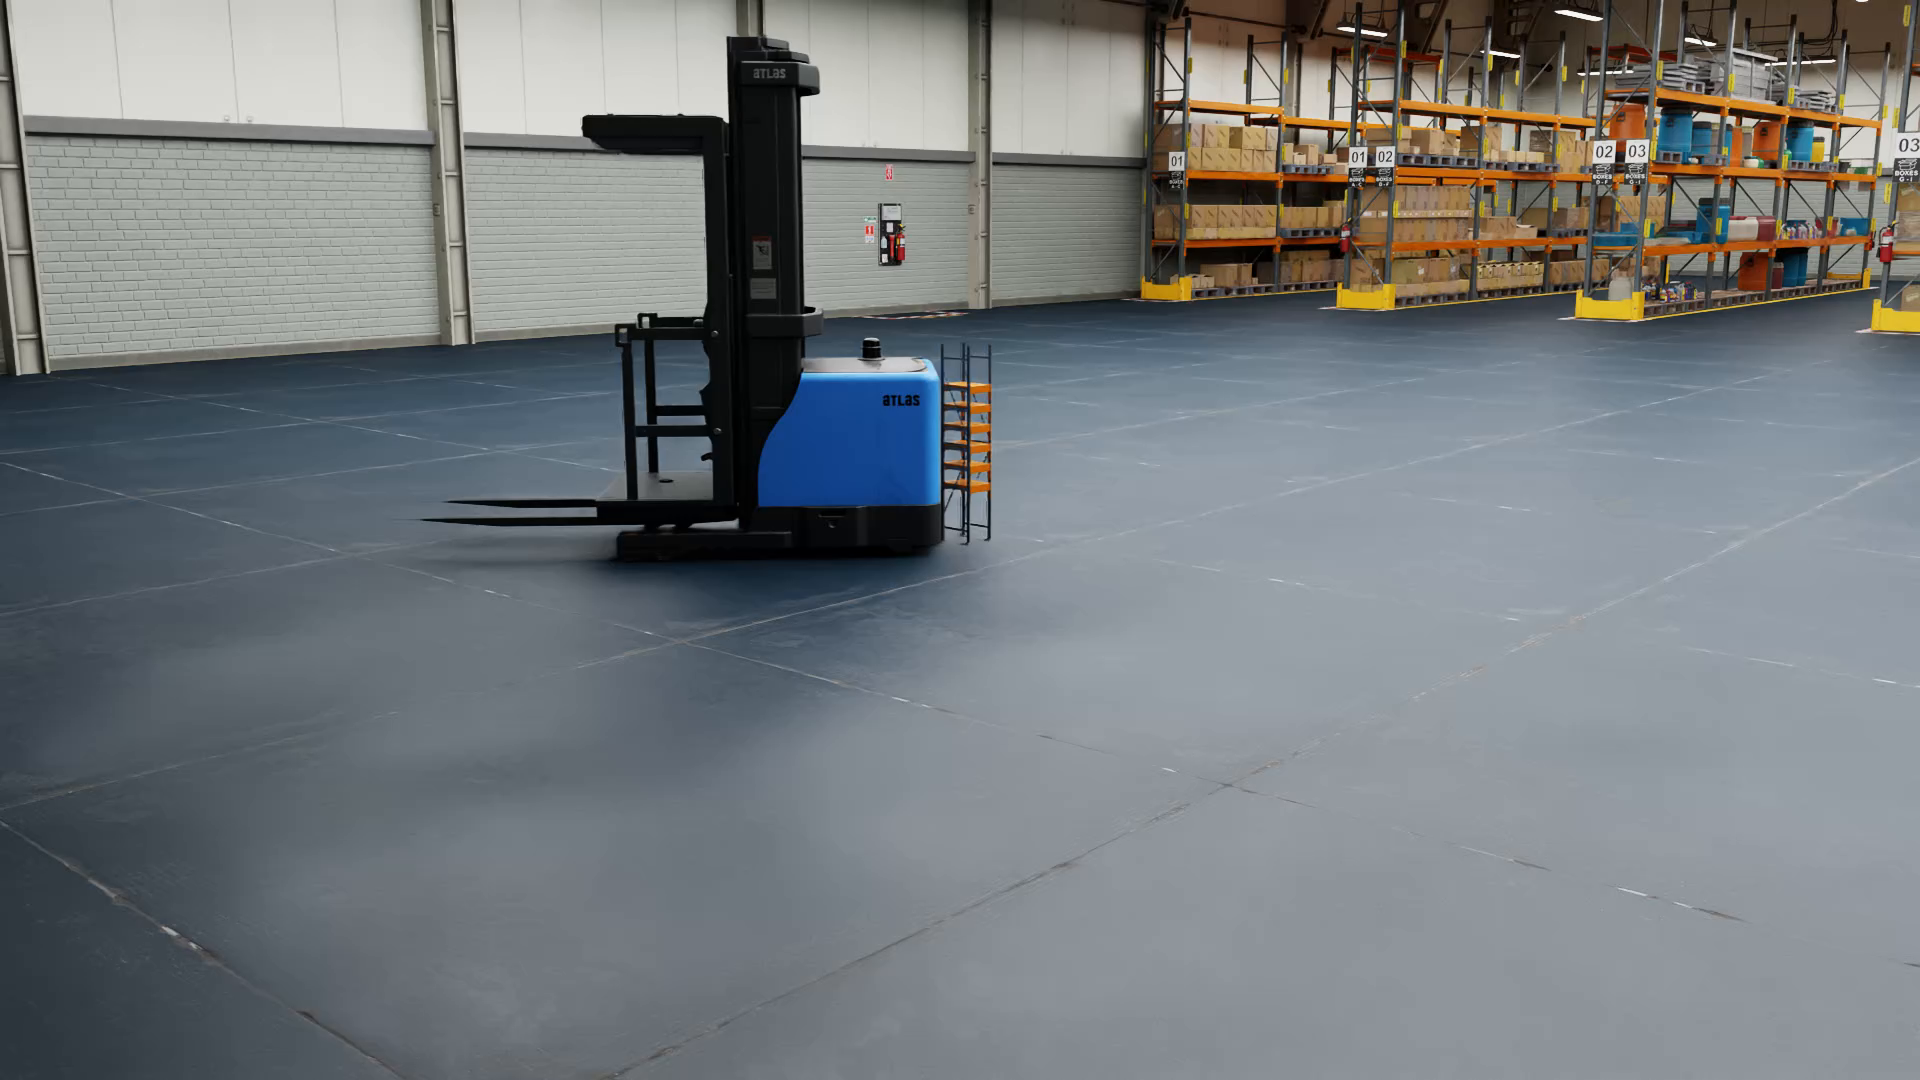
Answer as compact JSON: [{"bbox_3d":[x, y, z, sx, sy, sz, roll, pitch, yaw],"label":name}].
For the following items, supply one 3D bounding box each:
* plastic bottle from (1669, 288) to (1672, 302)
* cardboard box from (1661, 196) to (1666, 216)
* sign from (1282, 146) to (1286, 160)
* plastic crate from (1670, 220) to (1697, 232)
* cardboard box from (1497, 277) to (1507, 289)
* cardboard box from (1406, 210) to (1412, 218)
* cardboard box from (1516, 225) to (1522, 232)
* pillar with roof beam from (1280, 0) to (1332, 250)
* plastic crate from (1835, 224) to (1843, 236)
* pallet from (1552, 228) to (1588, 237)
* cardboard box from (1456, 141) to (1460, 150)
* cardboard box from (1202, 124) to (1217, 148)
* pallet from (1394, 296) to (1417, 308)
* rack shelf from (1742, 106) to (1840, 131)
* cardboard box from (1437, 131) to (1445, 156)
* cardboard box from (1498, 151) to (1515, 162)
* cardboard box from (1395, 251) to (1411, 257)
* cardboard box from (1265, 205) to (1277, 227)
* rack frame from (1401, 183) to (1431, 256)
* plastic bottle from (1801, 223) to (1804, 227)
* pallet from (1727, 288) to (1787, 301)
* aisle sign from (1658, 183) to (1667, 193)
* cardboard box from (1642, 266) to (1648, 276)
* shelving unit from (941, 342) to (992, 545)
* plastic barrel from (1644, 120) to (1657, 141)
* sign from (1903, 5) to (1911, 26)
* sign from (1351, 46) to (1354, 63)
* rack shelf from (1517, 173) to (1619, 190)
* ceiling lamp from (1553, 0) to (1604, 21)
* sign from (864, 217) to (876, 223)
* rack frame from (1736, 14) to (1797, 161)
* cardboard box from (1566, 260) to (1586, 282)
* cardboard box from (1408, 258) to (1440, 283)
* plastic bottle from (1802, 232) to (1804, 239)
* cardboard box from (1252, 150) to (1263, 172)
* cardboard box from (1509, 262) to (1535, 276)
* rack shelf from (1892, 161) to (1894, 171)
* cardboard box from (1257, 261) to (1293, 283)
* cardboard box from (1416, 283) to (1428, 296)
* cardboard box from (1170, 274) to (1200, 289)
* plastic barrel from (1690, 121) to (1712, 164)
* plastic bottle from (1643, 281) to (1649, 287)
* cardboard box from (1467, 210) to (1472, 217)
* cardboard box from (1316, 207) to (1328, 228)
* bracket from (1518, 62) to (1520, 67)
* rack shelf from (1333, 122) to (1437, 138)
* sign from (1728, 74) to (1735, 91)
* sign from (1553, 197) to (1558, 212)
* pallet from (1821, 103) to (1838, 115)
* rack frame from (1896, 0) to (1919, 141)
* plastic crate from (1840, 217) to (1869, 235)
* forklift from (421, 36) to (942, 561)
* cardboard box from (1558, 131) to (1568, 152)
[{"bbox_3d":[13.647,-4.716,32.008,0.097,0.271,0.097,0,11,0],"label":"plastic bottle"},{"bbox_3d":[18.746,-8.995,44.779,0.500,0.500,0.500,10,15,40],"label":"cardboard box"},{"bbox_3d":[7.601,-9.086,39.067,0.100,0.325,0.005,10,15,40],"label":"sign"},{"bbox_3d":[14.720,-6.292,33.892,0.402,0.464,0.583,10,15,40],"label":"plastic crate"},{"bbox_3d":[12.043,-5.827,37.677,0.500,0.250,0.500,9,15,39],"label":"cardboard box"},{"bbox_3d":[9.030,-6.675,34.062,0.380,0.149,0.250,10,15,41],"label":"cardboard box"},{"bbox_3d":[12.817,-7.229,38.975,0.500,0.311,0.500,10,15,40],"label":"cardboard box"},{"bbox_3d":[11.555,-10.325,38.931,9.100,9.000,0.548,10,15,40],"label":"pillar with roof beam"},{"bbox_3d":[21.058,-7.499,40.248,0.437,0.282,0.530,10,15,40],"label":"plastic crate"},{"bbox_3d":[14.833,-7.572,40.954,1.003,0.211,1.213,10,15,40],"label":"pallet"},{"bbox_3d":[13.485,-10.773,45.972,0.500,0.500,0.500,9,15,39],"label":"cardboard box"},{"bbox_3d":[5.354,-8.955,36.870,0.500,0.500,0.500,10,15,40],"label":"cardboard box"},{"bbox_3d":[8.745,-4.953,34.470,1.003,0.211,1.213,10,15,40],"label":"pallet"},{"bbox_3d":[18.591,-9.426,37.285,1.077,0.370,4.000,10,15,40],"label":"rack shelf"},{"bbox_3d":[9.730,-8.361,35.063,0.637,0.503,0.797,-10,15,-41],"label":"cardboard box"},{"bbox_3d":[12.220,-8.668,37.601,0.500,0.250,0.500,8,14,36],"label":"cardboard box"},{"bbox_3d":[11.554,-7.516,44.599,0.750,0.750,0.750,10,15,42],"label":"cardboard box"},{"bbox_3d":[7.109,-7.625,39.148,0.500,0.500,0.500,10,15,40],"label":"cardboard box"},{"bbox_3d":[12.470,-8.608,45.650,1.000,3.000,0.127,10,15,40],"label":"rack frame"},{"bbox_3d":[19.442,-7.144,38.446,0.144,0.351,0.185,10,15,40],"label":"plastic bottle"},{"bbox_3d":[17.760,-5.492,37.171,1.003,0.211,1.213,10,15,40],"label":"pallet"},{"bbox_3d":[19.109,-9.802,44.990,0.394,0.787,0.004,10,15,40],"label":"aisle sign"},{"bbox_3d":[18.010,-7.176,44.378,0.500,0.250,0.500,10,15,40],"label":"cardboard box"},{"bbox_3d":[0.037,-0.586,10.080,0.258,1.200,0.189,11,16,43],"label":"shelving unit"},{"bbox_3d":[12.647,-7.515,30.966,0.600,0.588,0.600,0,11,0],"label":"plastic barrel"},{"bbox_3d":[15.307,-8.473,26.871,0.100,0.325,0.005,10,15,40],"label":"sign"},{"bbox_3d":[7.874,-9.713,33.281,0.100,0.325,0.005,10,15,40],"label":"sign"},{"bbox_3d":[14.873,-8.792,40.749,1.077,0.370,4.000,10,15,40],"label":"rack shelf"},{"bbox_3d":[12.851,-12.225,33.542,0.800,3.185,2.000,10,15,40],"label":"ceiling lamp"},{"bbox_3d":[-1.693,-6.025,31.272,0.001,0.109,0.331,10,15,40],"label":"sign"},{"bbox_3d":[17.271,-9.680,35.703,1.000,3.000,0.127,10,15,40],"label":"rack frame"},{"bbox_3d":[15.085,-6.628,40.995,0.500,0.500,0.500,9,14,38],"label":"cardboard box"},{"bbox_3d":[9.785,-5.698,35.115,0.500,0.500,0.500,10,15,40],"label":"cardboard box"},{"bbox_3d":[19.175,-6.961,37.914,0.097,0.201,0.097,0,11,0],"label":"plastic bottle"},{"bbox_3d":[6.698,-8.782,38.555,0.500,0.500,0.500,8,14,36],"label":"cardboard box"},{"bbox_3d":[13.054,-6.326,38.740,0.500,0.311,0.500,9,15,39],"label":"cardboard box"},{"bbox_3d":[17.031,-6.333,28.441,1.077,0.370,4.000,10,15,40],"label":"rack shelf"},{"bbox_3d":[7.662,-6.531,40.511,0.700,0.500,0.500,10,15,42],"label":"cardboard box"},{"bbox_3d":[9.451,-5.258,34.824,0.500,0.250,0.500,10,15,40],"label":"cardboard box"},{"bbox_3d":[5.073,-5.830,37.482,0.500,0.311,0.500,8,14,34],"label":"cardboard box"},{"bbox_3d":[14.803,-7.970,33.516,0.600,0.901,0.708,10,15,40],"label":"plastic barrel"},{"bbox_3d":[13.661,-4.974,33.095,0.144,0.351,0.185,9,14,38],"label":"plastic bottle"},{"bbox_3d":[10.894,-7.090,36.141,0.380,0.149,0.250,10,15,40],"label":"cardboard box"},{"bbox_3d":[8.721,-8.027,41.365,0.700,0.500,0.500,10,15,40],"label":"cardboard box"},{"bbox_3d":[16.783,-14.428,50.281,0.235,0.232,0.430,10,15,40],"label":"bracket"},{"bbox_3d":[11.149,-10.707,43.698,1.077,0.370,4.000,10,15,40],"label":"rack shelf"},{"bbox_3d":[15.036,-8.917,32.412,0.100,0.325,0.005,10,15,40],"label":"sign"},{"bbox_3d":[13.972,-7.876,39.029,0.100,0.325,0.005,10,15,40],"label":"sign"},{"bbox_3d":[19.388,-9.854,38.077,1.003,0.211,1.213,10,15,40],"label":"pallet"},{"bbox_3d":[15.711,-7.863,26.603,1.000,3.000,0.127,10,15,40],"label":"rack frame"},{"bbox_3d":[22.471,-7.889,41.806,0.616,0.435,0.499,10,15,40],"label":"plastic crate"},{"bbox_3d":[-1.645,-1.421,9.841,3.031,2.935,1.130,-1,11,-3],"label":"forklift"},{"bbox_3d":[14.182,-9.528,39.791,0.500,0.500,0.500,10,15,40],"label":"cardboard box"}]
